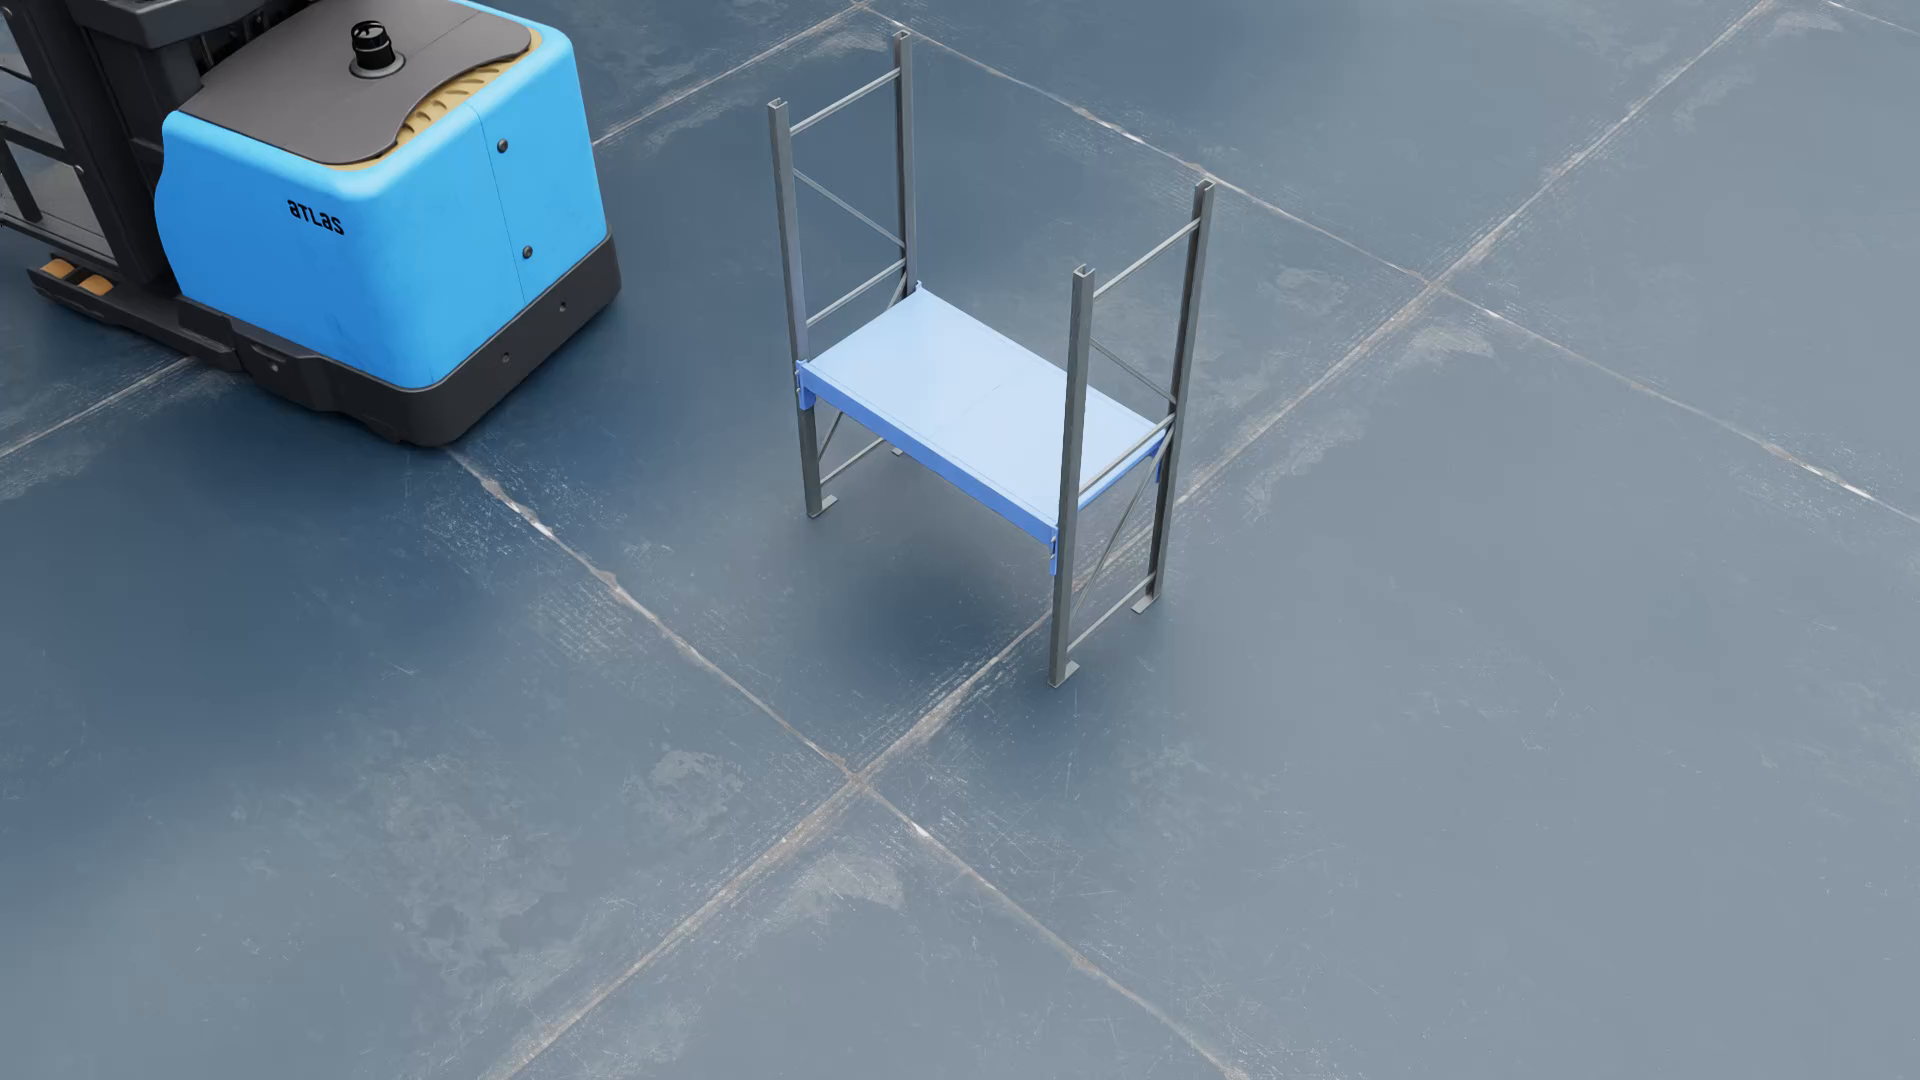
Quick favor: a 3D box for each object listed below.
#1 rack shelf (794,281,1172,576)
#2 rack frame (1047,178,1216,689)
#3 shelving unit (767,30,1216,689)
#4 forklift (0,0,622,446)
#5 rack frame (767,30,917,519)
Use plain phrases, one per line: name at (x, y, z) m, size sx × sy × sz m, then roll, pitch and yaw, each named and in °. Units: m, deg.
rack shelf at (0.063, -0.348, 4.795) m, size 1.000 × 0.185 × 0.538 m, roll 34°, pitch 55°, yaw 28°
rack frame at (0.436, -0.220, 4.428) m, size 0.032 × 1.500 × 0.500 m, roll 34°, pitch 55°, yaw 28°
shelving unit at (0.063, -0.471, 4.664) m, size 1.048 × 1.500 × 0.538 m, roll 34°, pitch 55°, yaw 28°
forklift at (-2.764, -2.101, 5.212) m, size 3.031 × 2.935 × 1.130 m, roll 22°, pitch 51°, yaw 19°
rack frame at (-0.311, -0.723, 4.900) m, size 0.032 × 1.500 × 0.500 m, roll 34°, pitch 55°, yaw 28°
